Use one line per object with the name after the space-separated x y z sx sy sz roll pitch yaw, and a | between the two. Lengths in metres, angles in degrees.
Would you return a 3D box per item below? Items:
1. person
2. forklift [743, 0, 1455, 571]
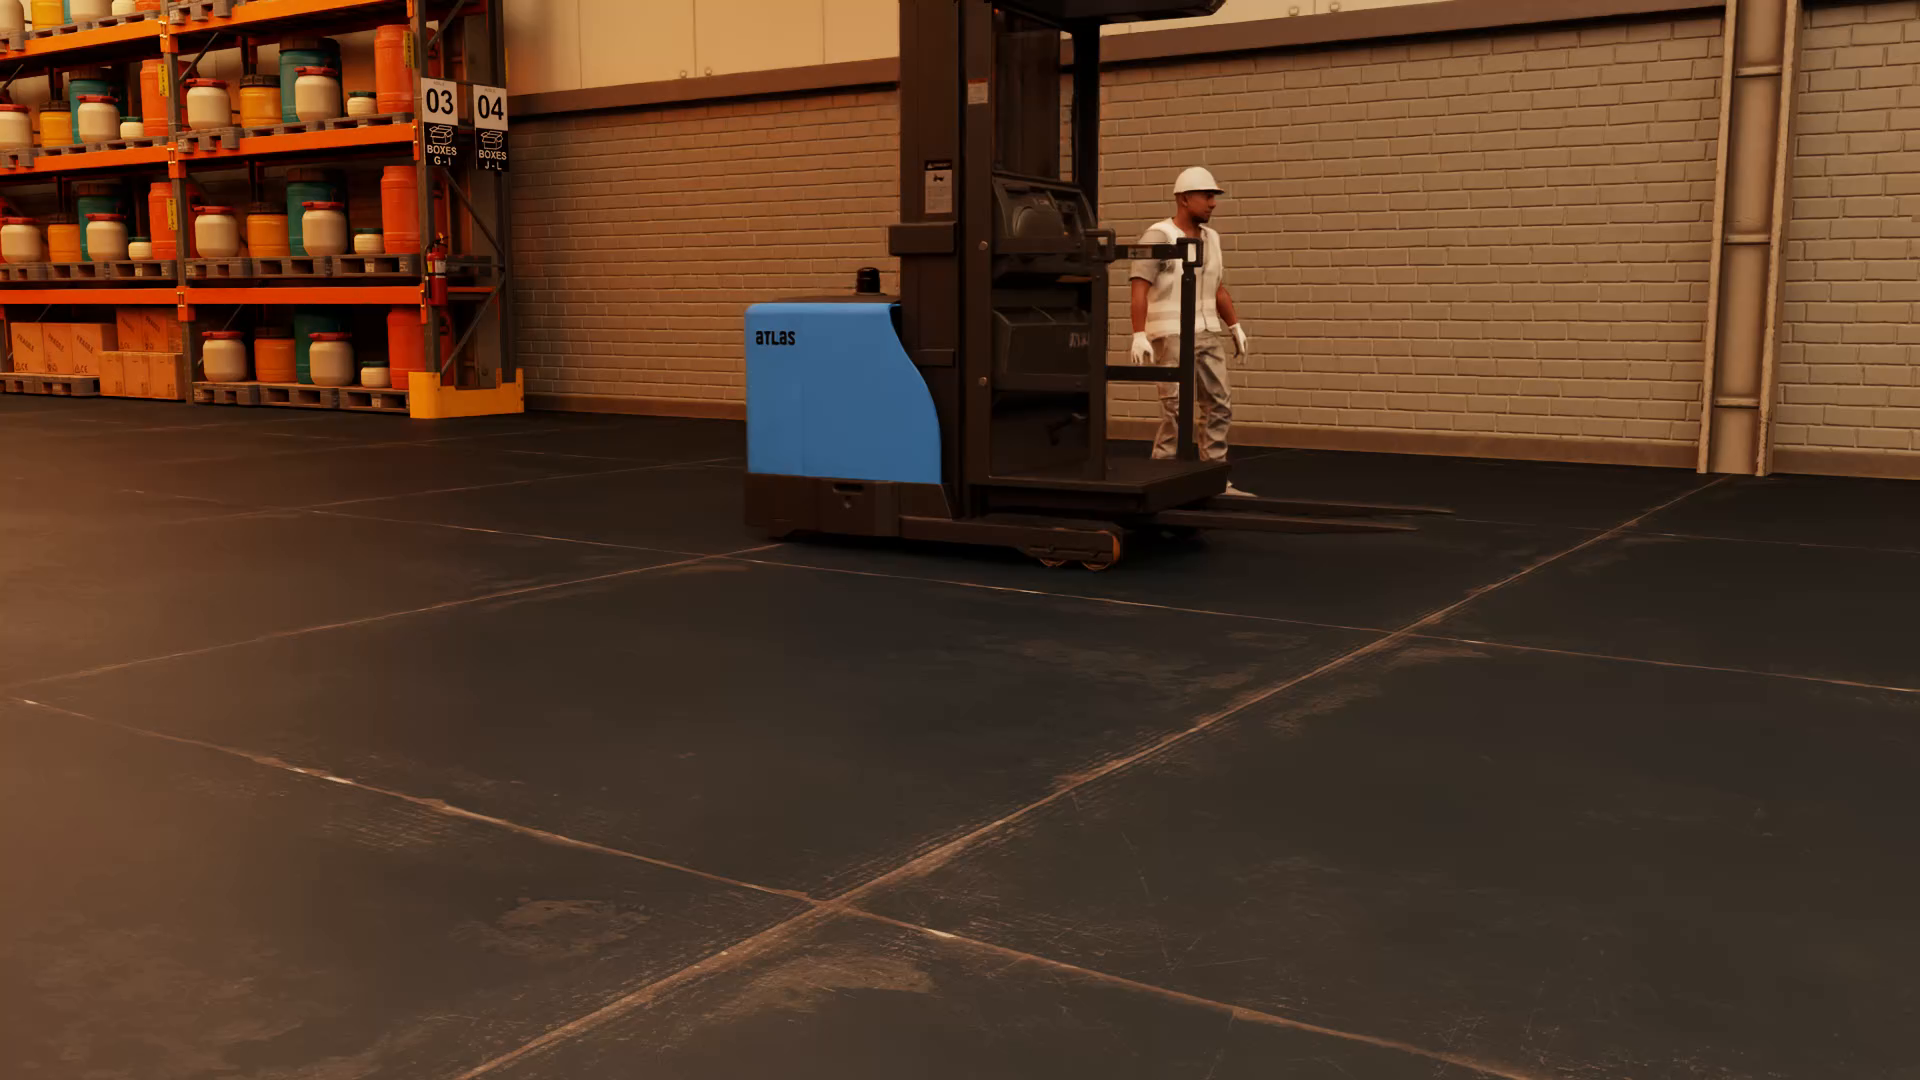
1.212 -1.051 8.721 0.770 1.768 0.418 -7 11 -42 | person
0.556 -1.412 7.119 3.031 2.935 1.130 4 9 28 | forklift
